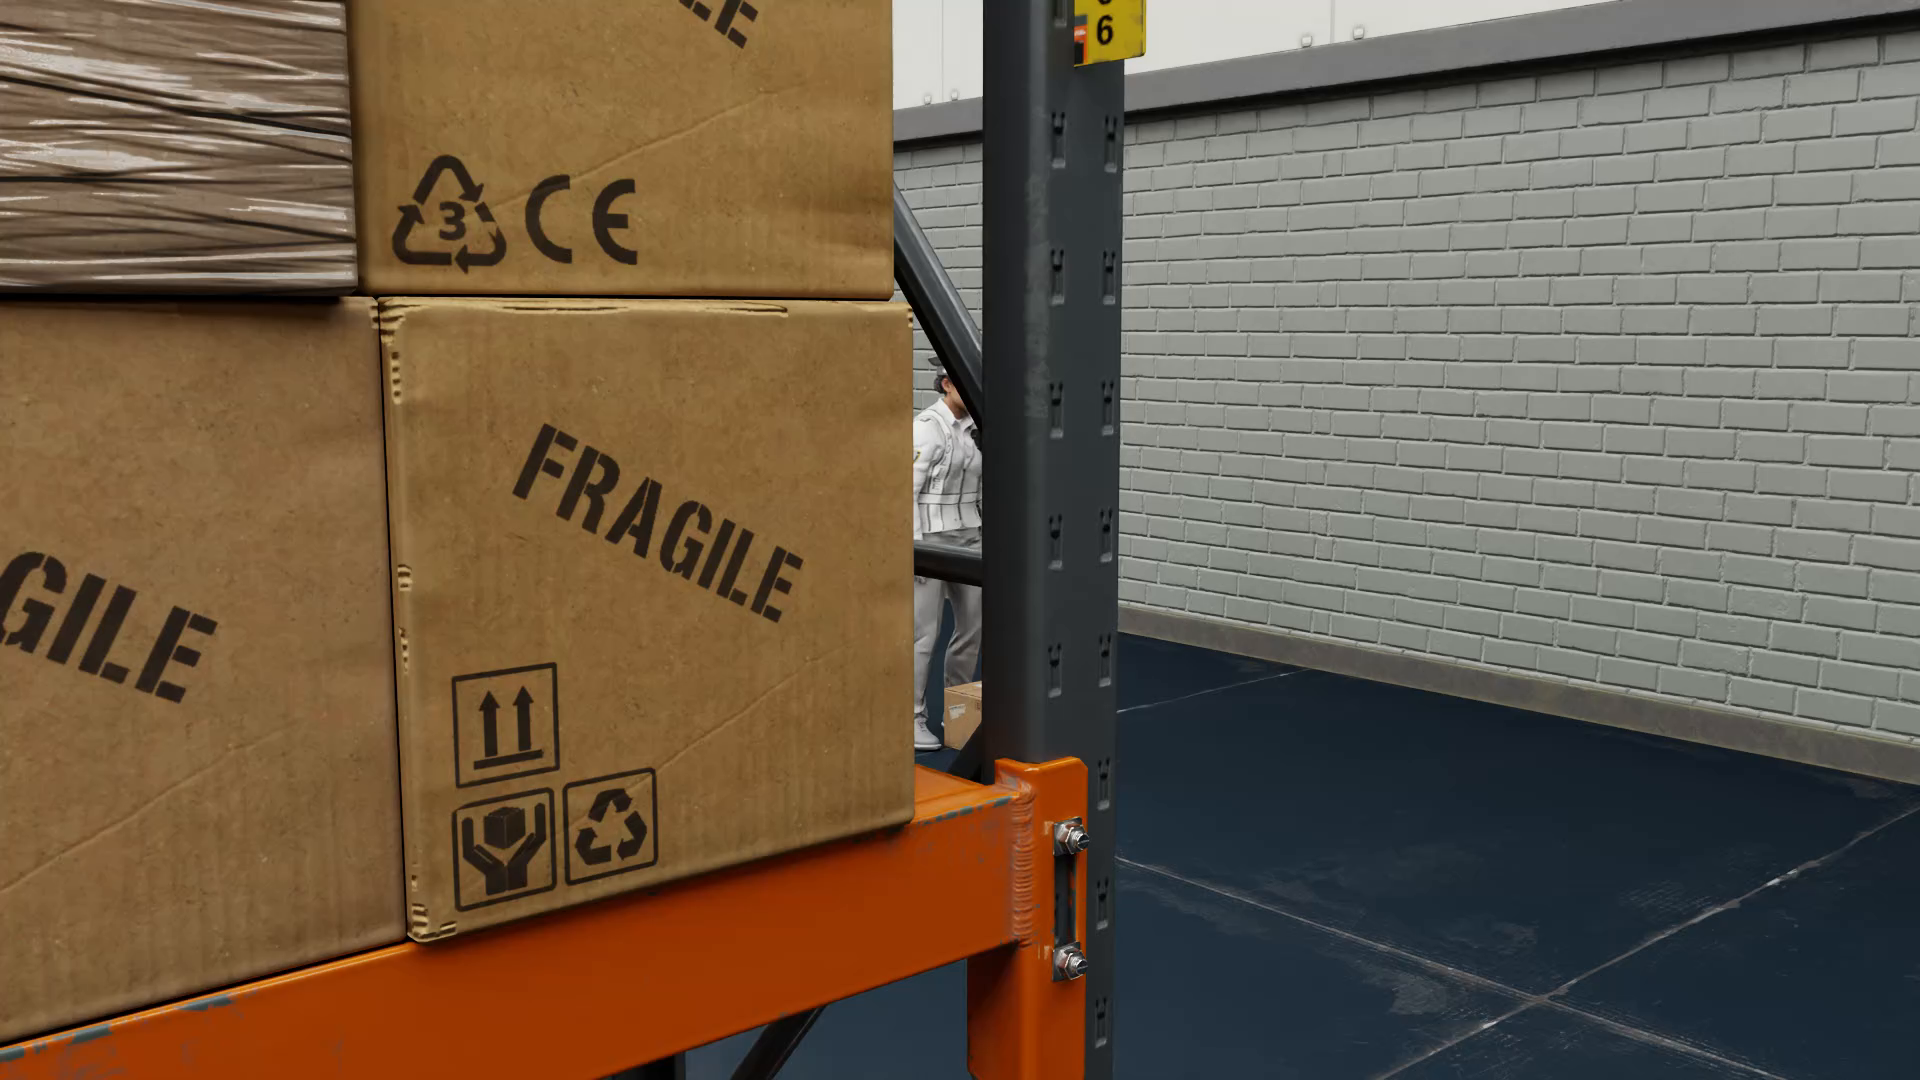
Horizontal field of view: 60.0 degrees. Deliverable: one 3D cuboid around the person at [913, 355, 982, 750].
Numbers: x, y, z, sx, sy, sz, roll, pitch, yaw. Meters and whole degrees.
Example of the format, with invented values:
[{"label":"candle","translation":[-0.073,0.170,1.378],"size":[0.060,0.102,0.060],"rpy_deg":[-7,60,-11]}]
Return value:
[{"label":"person","translation":[-0.049,0.023,7.090],"size":[0.547,1.667,0.370],"rpy_deg":[-7,10,-44]}]
